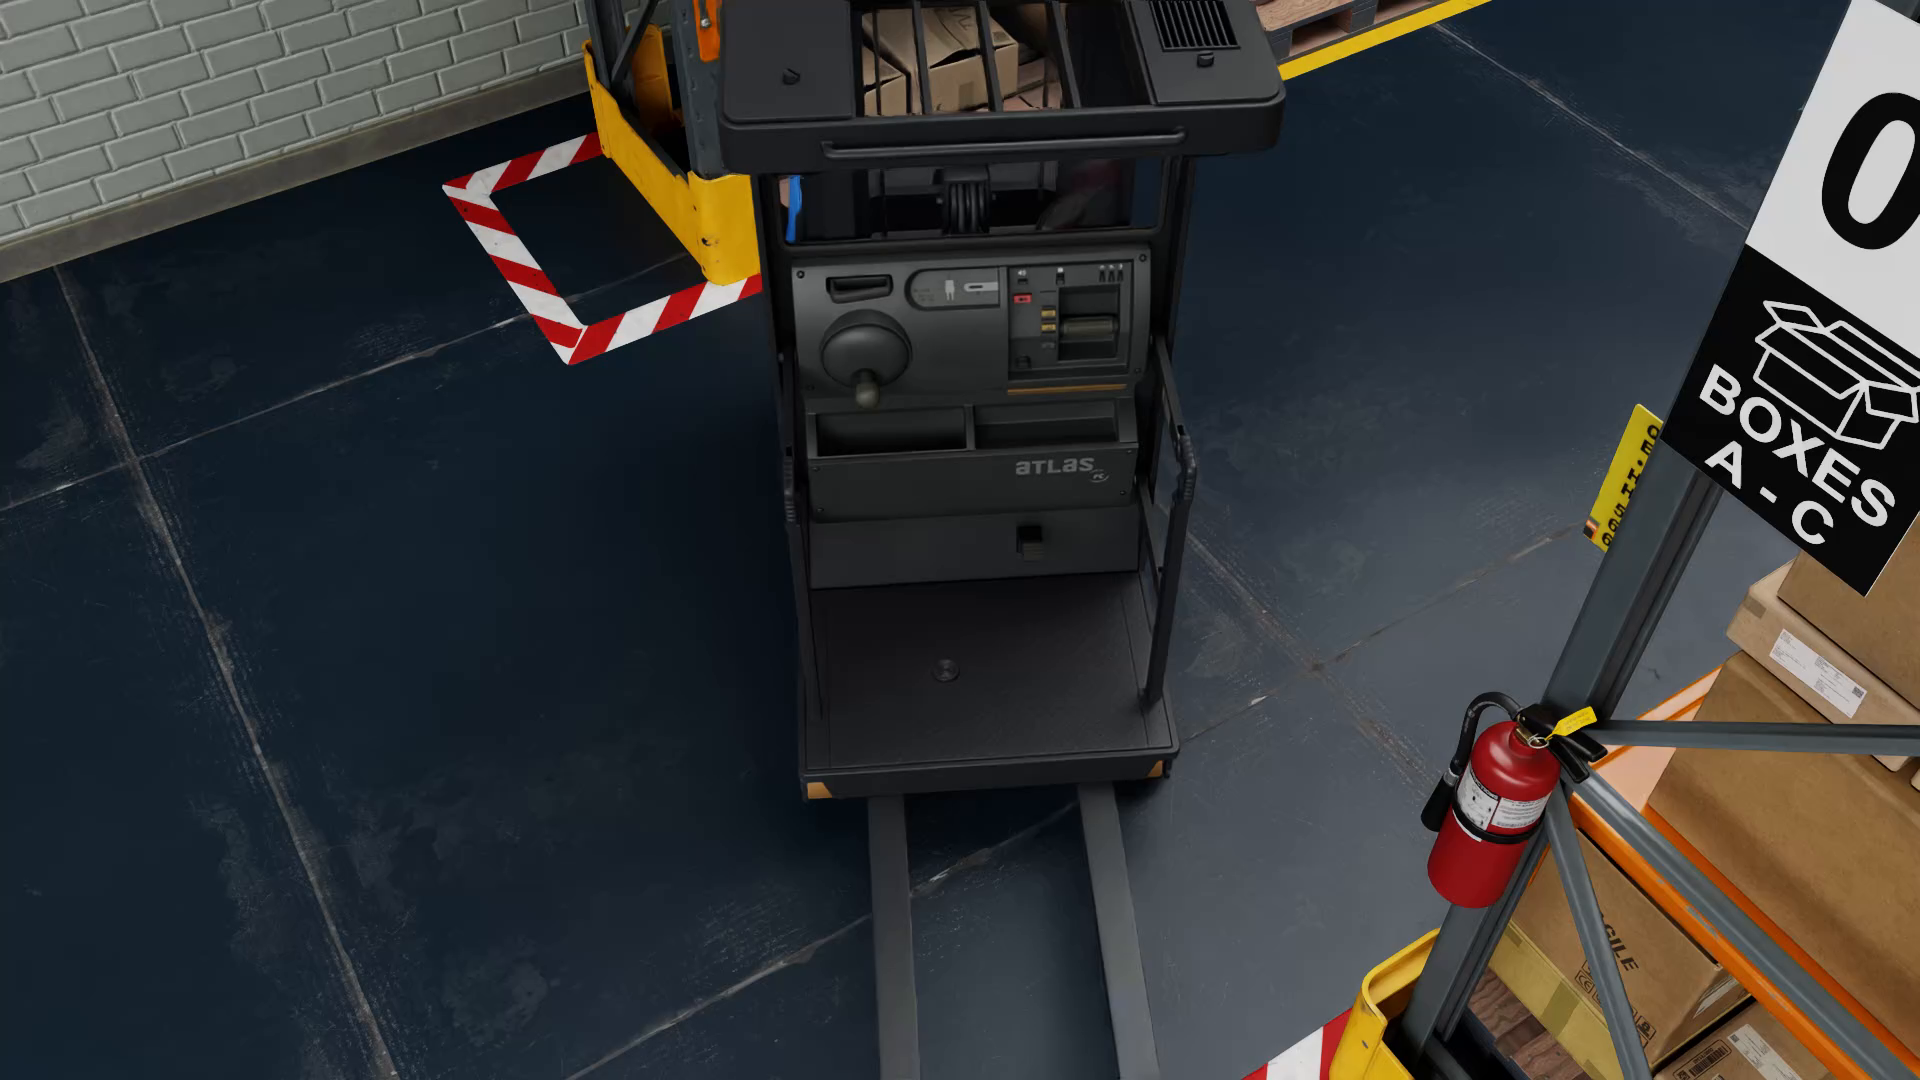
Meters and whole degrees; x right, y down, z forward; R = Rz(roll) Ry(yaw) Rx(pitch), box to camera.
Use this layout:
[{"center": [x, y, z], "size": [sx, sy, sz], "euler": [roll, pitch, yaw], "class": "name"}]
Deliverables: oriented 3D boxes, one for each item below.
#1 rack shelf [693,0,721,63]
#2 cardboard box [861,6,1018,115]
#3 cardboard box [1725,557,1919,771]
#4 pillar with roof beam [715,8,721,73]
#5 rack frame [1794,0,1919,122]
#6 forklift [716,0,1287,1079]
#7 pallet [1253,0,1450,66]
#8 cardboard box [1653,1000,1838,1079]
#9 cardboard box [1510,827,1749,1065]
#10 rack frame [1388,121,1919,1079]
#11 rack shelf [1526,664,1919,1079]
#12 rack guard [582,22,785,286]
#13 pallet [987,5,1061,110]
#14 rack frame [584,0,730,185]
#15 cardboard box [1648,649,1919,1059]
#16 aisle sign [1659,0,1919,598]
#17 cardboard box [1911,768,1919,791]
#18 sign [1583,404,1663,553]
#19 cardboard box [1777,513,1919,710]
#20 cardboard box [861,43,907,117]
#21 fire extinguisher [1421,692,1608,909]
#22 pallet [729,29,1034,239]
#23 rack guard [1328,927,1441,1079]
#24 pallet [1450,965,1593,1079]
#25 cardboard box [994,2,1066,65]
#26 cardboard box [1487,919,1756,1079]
[{"center": [0.488, -2.963, 6.862], "size": [4.000, 0.370, 1.077], "euler": [-25, 53, -21], "class": "rack shelf"}, {"center": [-0.088, -2.103, 7.120], "size": [0.500, 0.311, 0.500], "euler": [-21, 52, -18], "class": "cardboard box"}, {"center": [1.664, 0.200, 3.062], "size": [0.250, 0.149, 0.380], "euler": [-26, 53, -21], "class": "cardboard box"}, {"center": [1.224, -2.507, 1.957], "size": [0.400, 9.000, 9.100], "euler": [-25, 53, -21], "class": "pillar with roof beam"}, {"center": [1.443, -1.273, 0.858], "size": [0.127, 3.000, 1.000], "euler": [-25, 53, -21], "class": "rack frame"}, {"center": [0.052, -0.458, 4.195], "size": [1.130, 2.935, 3.031], "euler": [-3, 48, -3], "class": "forklift"}, {"center": [1.630, -2.782, 8.086], "size": [1.213, 0.211, 1.003], "euler": [-25, 53, -21], "class": "pallet"}, {"center": [2.015, 1.424, 4.034], "size": [0.500, 0.250, 0.500], "euler": [-25, 53, -21], "class": "cardboard box"}, {"center": [1.737, 0.846, 4.046], "size": [0.500, 0.500, 0.500], "euler": [-25, 53, -21], "class": "cardboard box"}, {"center": [1.443, 0.722, 3.098], "size": [0.127, 3.000, 1.000], "euler": [-25, 53, -21], "class": "rack frame"}, {"center": [3.134, 0.164, 4.077], "size": [4.000, 0.370, 1.077], "euler": [-25, 53, -21], "class": "rack shelf"}, {"center": [-1.139, -1.604, 6.844], "size": [0.348, 0.500, 1.175], "euler": [-25, 53, -21], "class": "rack guard"}, {"center": [0.597, -2.293, 7.650], "size": [1.213, 0.211, 1.003], "euler": [-25, 53, -21], "class": "pallet"}, {"center": [-1.204, -2.405, 5.883], "size": [0.127, 3.000, 1.000], "euler": [-25, 53, -21], "class": "rack frame"}, {"center": [1.844, 0.511, 3.220], "size": [0.500, 0.500, 0.700], "euler": [-25, 53, -21], "class": "cardboard box"}, {"center": [1.230, -0.302, 2.269], "size": [0.004, 0.787, 0.394], "euler": [-25, 53, -21], "class": "aisle sign"}, {"center": [1.889, 0.453, 2.837], "size": [0.250, 0.149, 0.380], "euler": [-26, 53, -21], "class": "cardboard box"}, {"center": [1.165, -0.090, 2.888], "size": [0.005, 0.325, 0.100], "euler": [-25, 53, -21], "class": "sign"}, {"center": [1.889, 0.058, 2.754], "size": [0.500, 0.500, 0.700], "euler": [-25, 53, -21], "class": "cardboard box"}, {"center": [-0.571, -1.876, 6.918], "size": [0.500, 0.311, 0.500], "euler": [-31, 55, -25], "class": "cardboard box"}, {"center": [1.095, 0.501, 3.347], "size": [0.183, 0.674, 0.296], "euler": [-25, 53, -21], "class": "fire extinguisher"}, {"center": [-0.433, -1.810, 7.220], "size": [1.213, 0.211, 1.003], "euler": [-25, 53, -21], "class": "pallet"}, {"center": [1.422, 1.563, 4.023], "size": [0.348, 0.500, 1.175], "euler": [-25, 53, -21], "class": "rack guard"}, {"center": [2.067, 1.318, 4.435], "size": [1.213, 0.211, 1.003], "euler": [-25, 53, -21], "class": "pallet"}, {"center": [0.559, -2.427, 7.282], "size": [0.500, 0.500, 0.700], "euler": [-28, 54, -23], "class": "cardboard box"}, {"center": [1.739, 1.096, 4.325], "size": [0.500, 0.250, 0.500], "euler": [-25, 53, -21], "class": "cardboard box"}]
